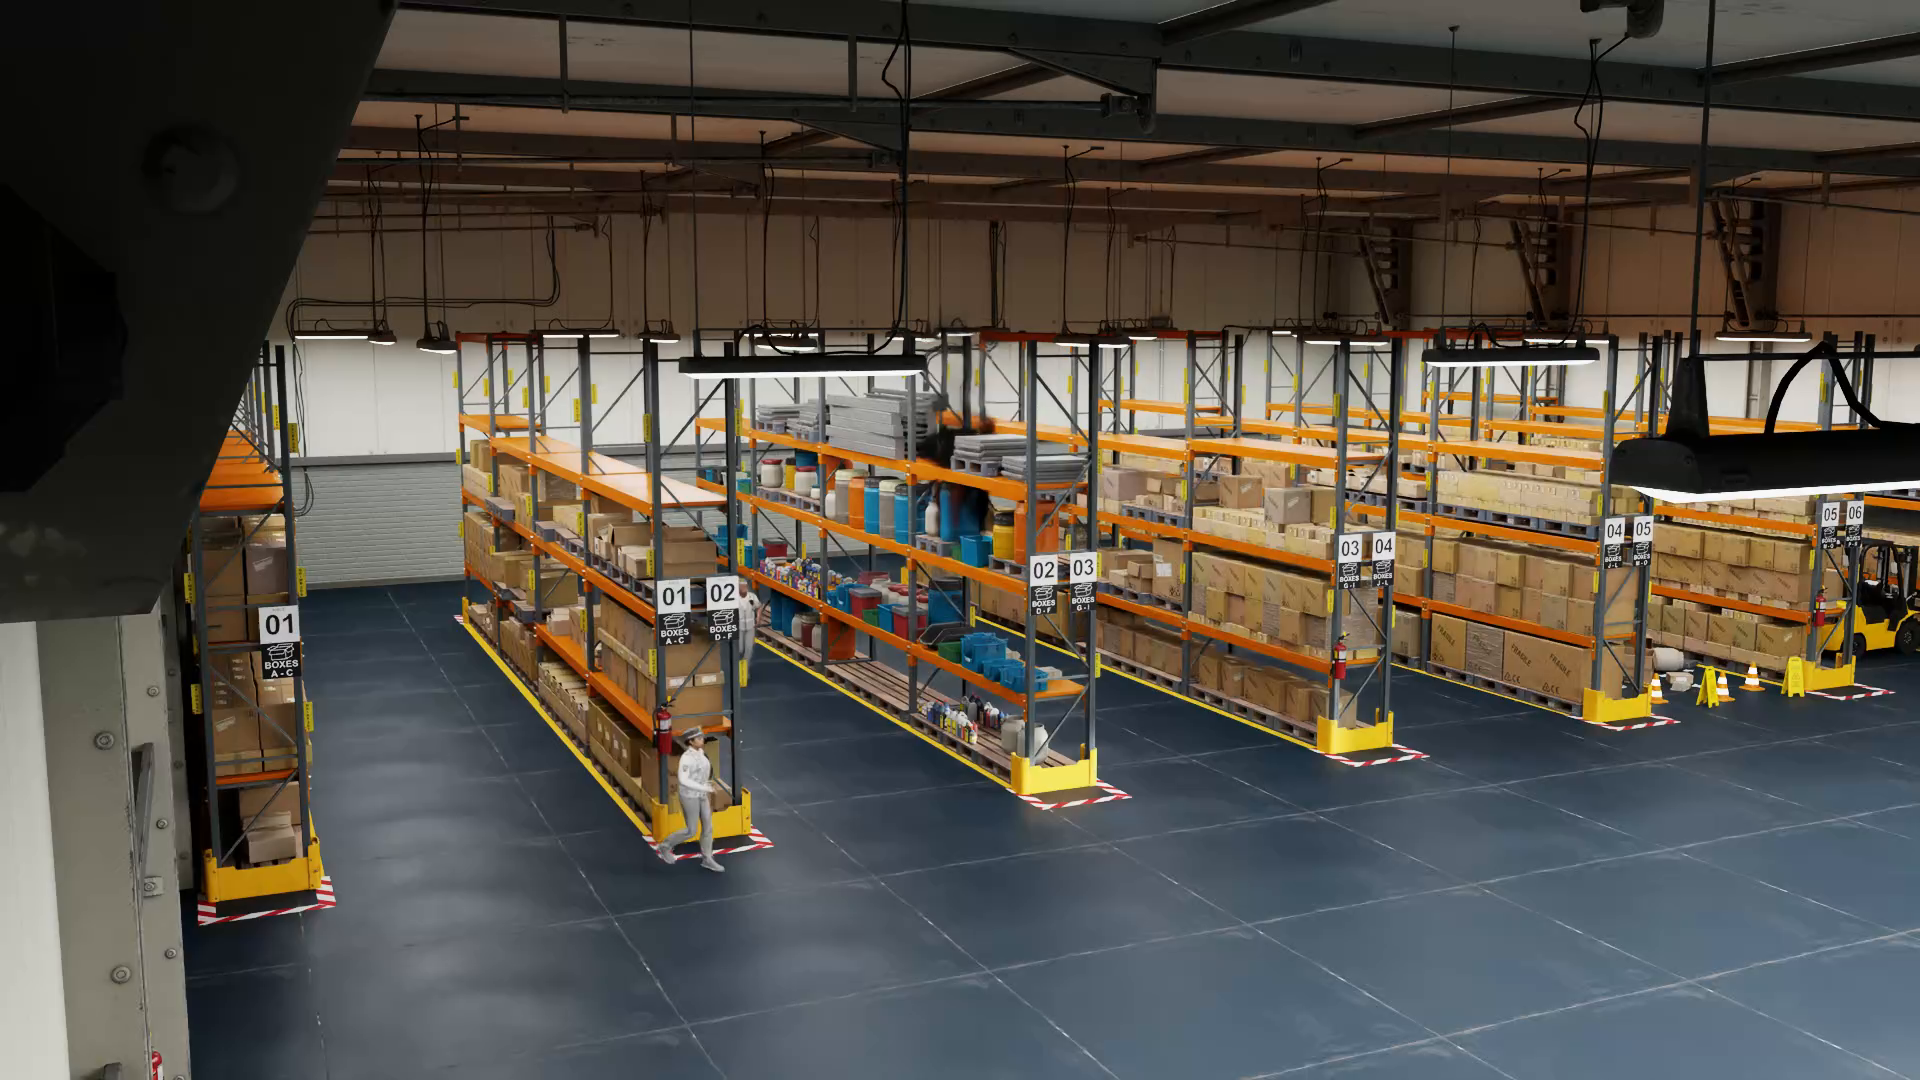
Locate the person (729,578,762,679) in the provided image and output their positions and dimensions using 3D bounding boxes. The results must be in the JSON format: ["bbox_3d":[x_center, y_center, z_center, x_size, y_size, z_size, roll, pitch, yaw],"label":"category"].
[{"bbox_3d":[-3.813,1.527,29.356,0.662,1.763,0.685,-2,8,-17],"label":"person"}]

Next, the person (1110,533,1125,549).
[{"bbox_3d":[3.965,-0.208,41.945,0.953,1.824,0.654,-5,9,-30],"label":"person"}]

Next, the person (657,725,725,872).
[{"bbox_3d":[-3.073,2.946,19.050,0.775,1.706,0.641,2,8,14],"label":"person"}]
